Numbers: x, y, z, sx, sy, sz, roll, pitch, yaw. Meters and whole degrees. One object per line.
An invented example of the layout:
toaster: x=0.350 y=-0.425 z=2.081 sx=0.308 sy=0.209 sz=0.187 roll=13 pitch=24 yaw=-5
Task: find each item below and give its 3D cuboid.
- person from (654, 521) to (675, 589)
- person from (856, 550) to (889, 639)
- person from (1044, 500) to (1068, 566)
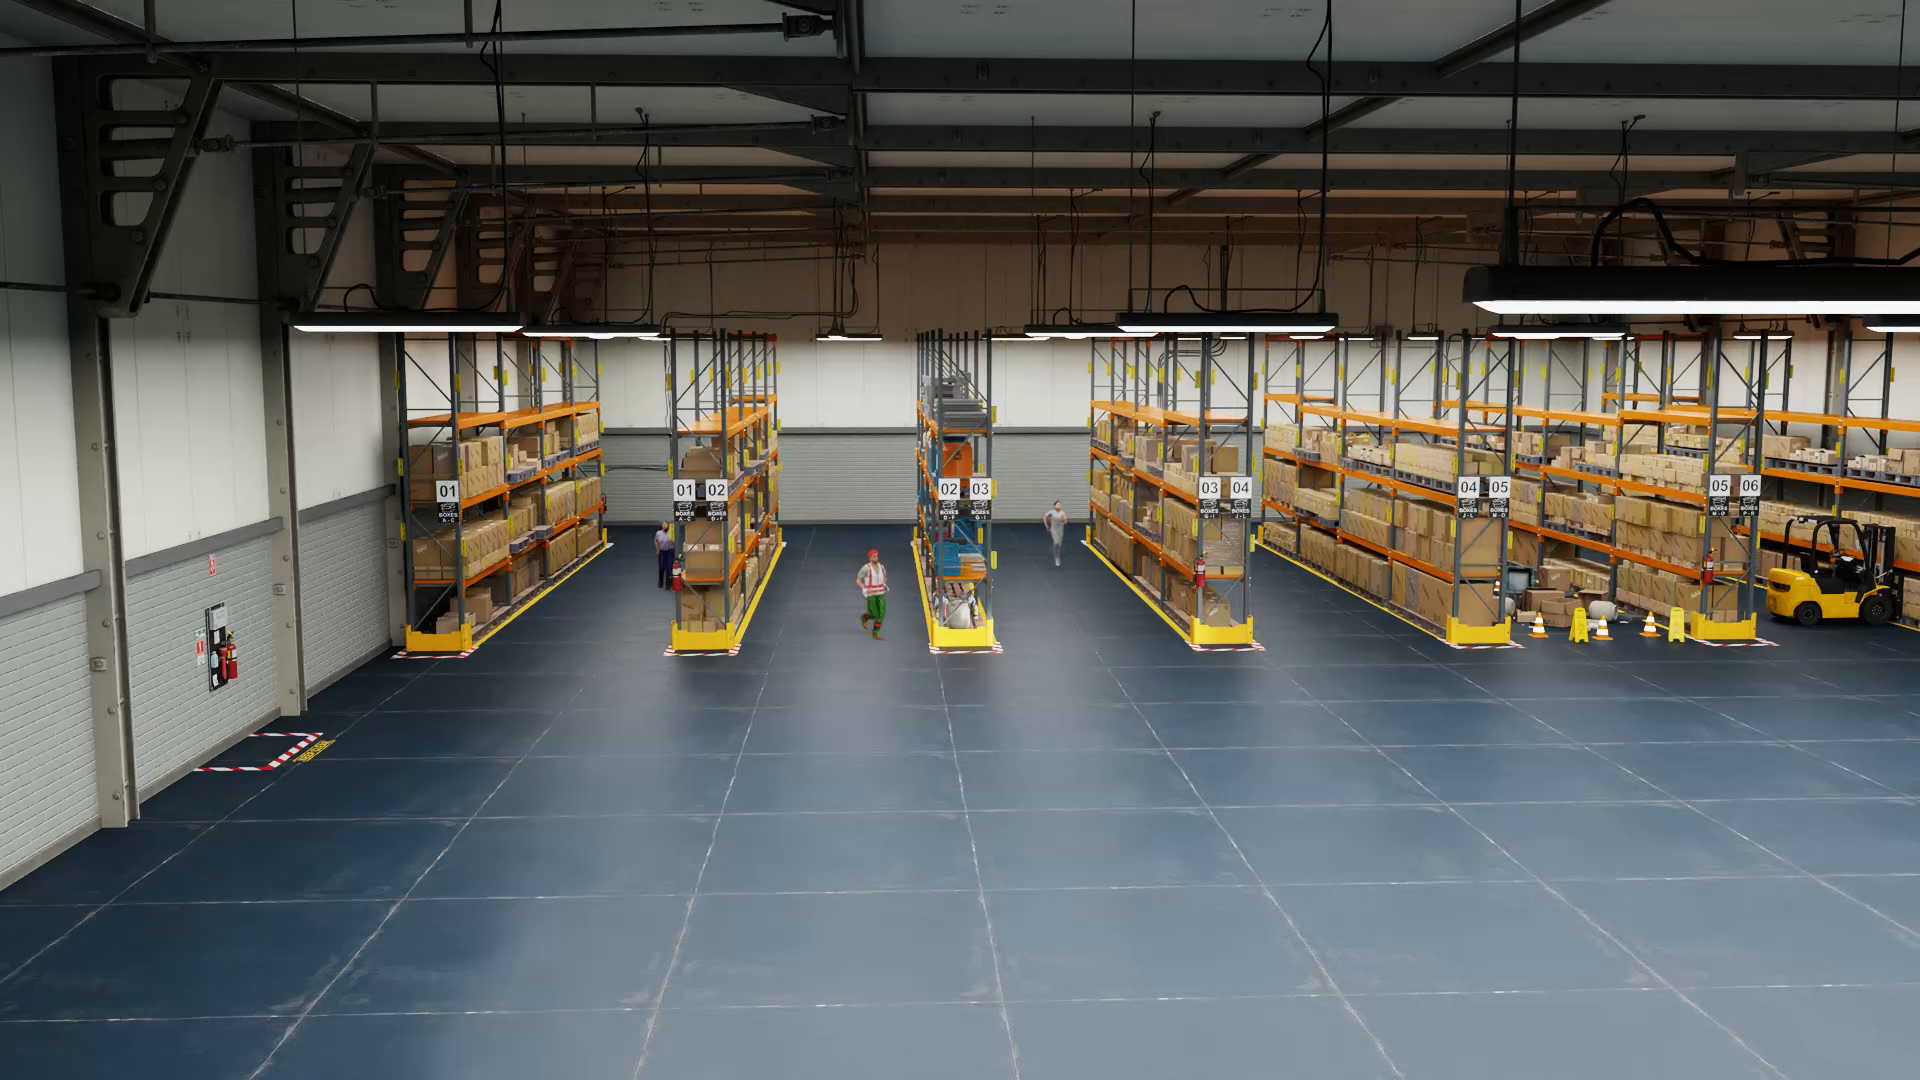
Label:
person: x=-6.842 y=0.358 z=38.784 sx=0.587 sy=1.602 sz=0.575 roll=-1 pitch=7 yaw=-6
person: x=-1.686 y=1.048 z=32.426 sx=0.654 sy=1.741 sz=0.628 roll=-4 pitch=8 yaw=-32
person: x=2.509 y=-0.185 z=43.288 sx=0.570 sy=1.702 sz=0.745 roll=-2 pitch=7 yaw=-16
